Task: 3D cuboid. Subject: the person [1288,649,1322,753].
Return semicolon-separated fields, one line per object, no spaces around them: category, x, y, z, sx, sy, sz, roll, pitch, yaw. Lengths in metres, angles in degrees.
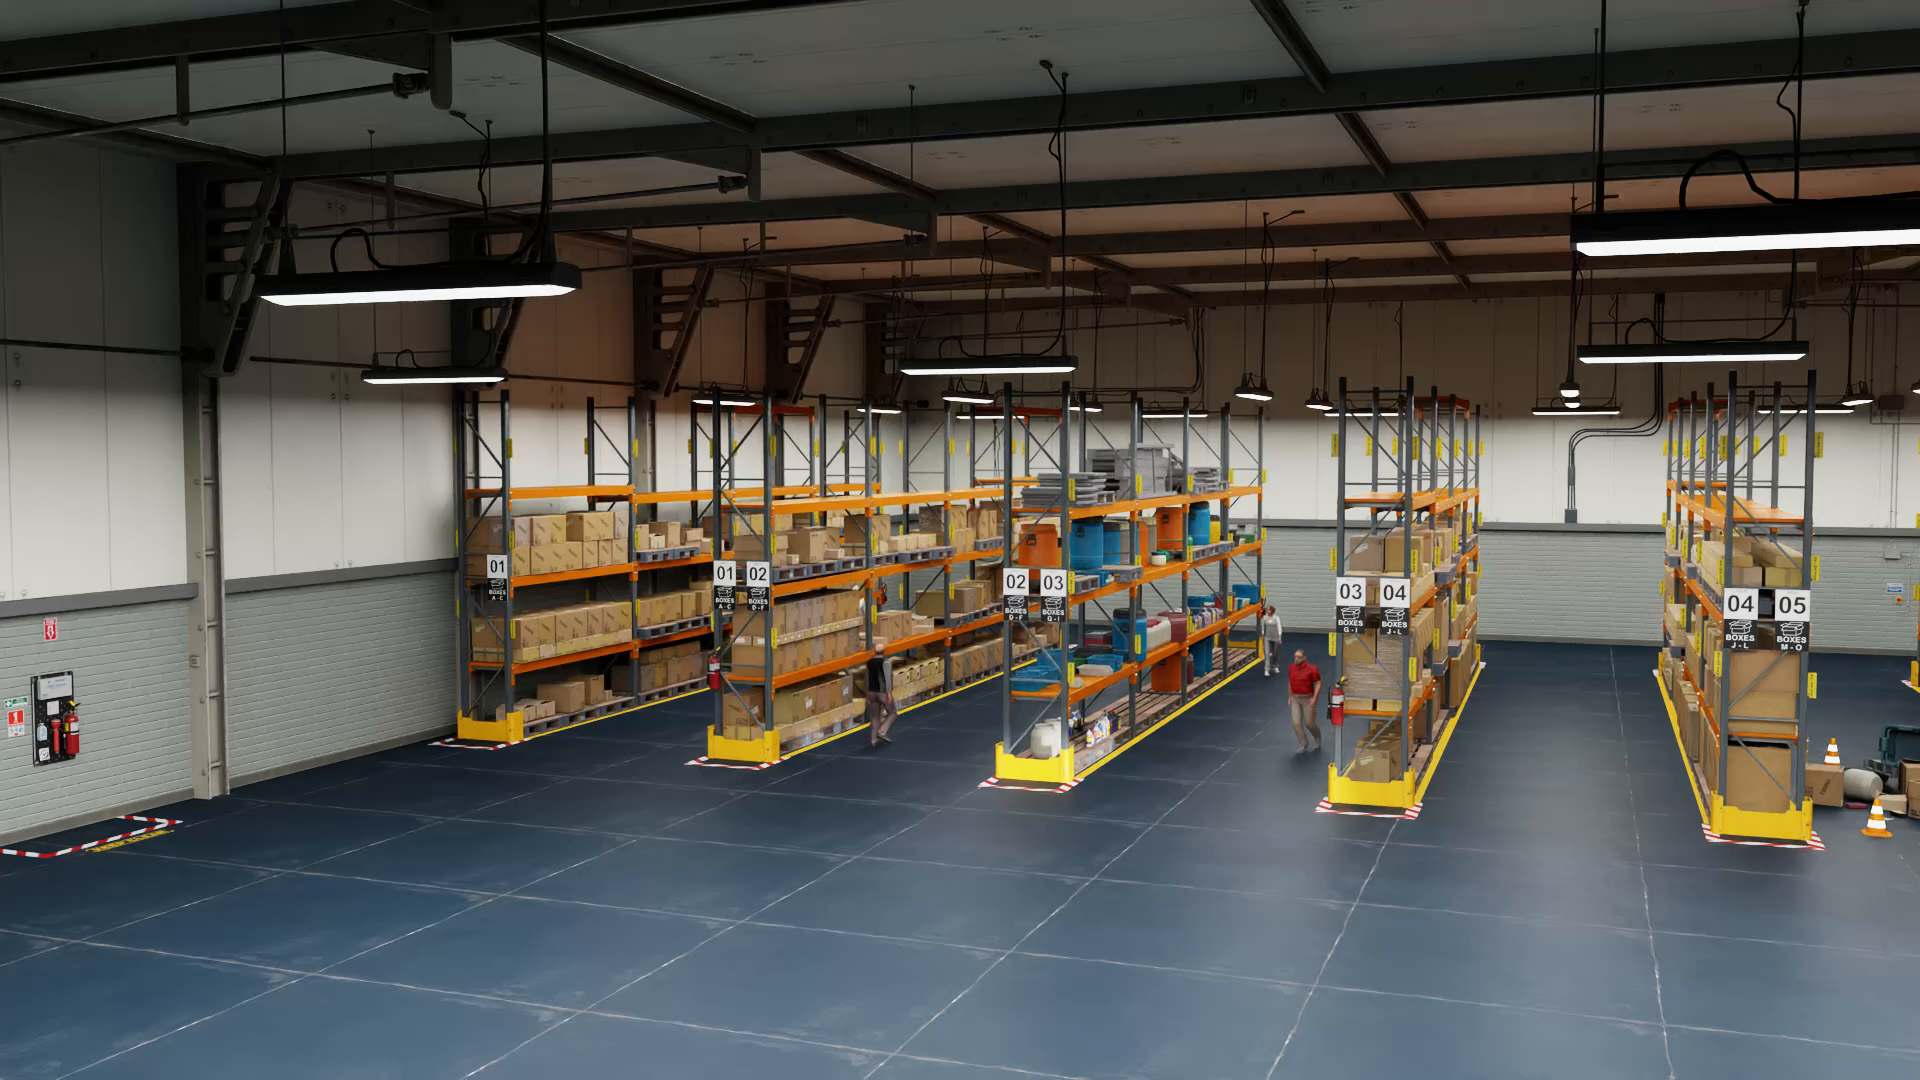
person;5.726;2.645;27.478;0.600;1.706;0.621;2;4;37

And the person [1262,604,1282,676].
person;6.851;2.197;36.548;0.452;1.556;0.888;1;3;17

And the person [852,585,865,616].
person;-2.395;1.872;37.204;0.578;1.706;0.681;1;3;12

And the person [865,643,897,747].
person;-1.354;2.596;27.952;0.568;1.710;0.464;2;4;34
